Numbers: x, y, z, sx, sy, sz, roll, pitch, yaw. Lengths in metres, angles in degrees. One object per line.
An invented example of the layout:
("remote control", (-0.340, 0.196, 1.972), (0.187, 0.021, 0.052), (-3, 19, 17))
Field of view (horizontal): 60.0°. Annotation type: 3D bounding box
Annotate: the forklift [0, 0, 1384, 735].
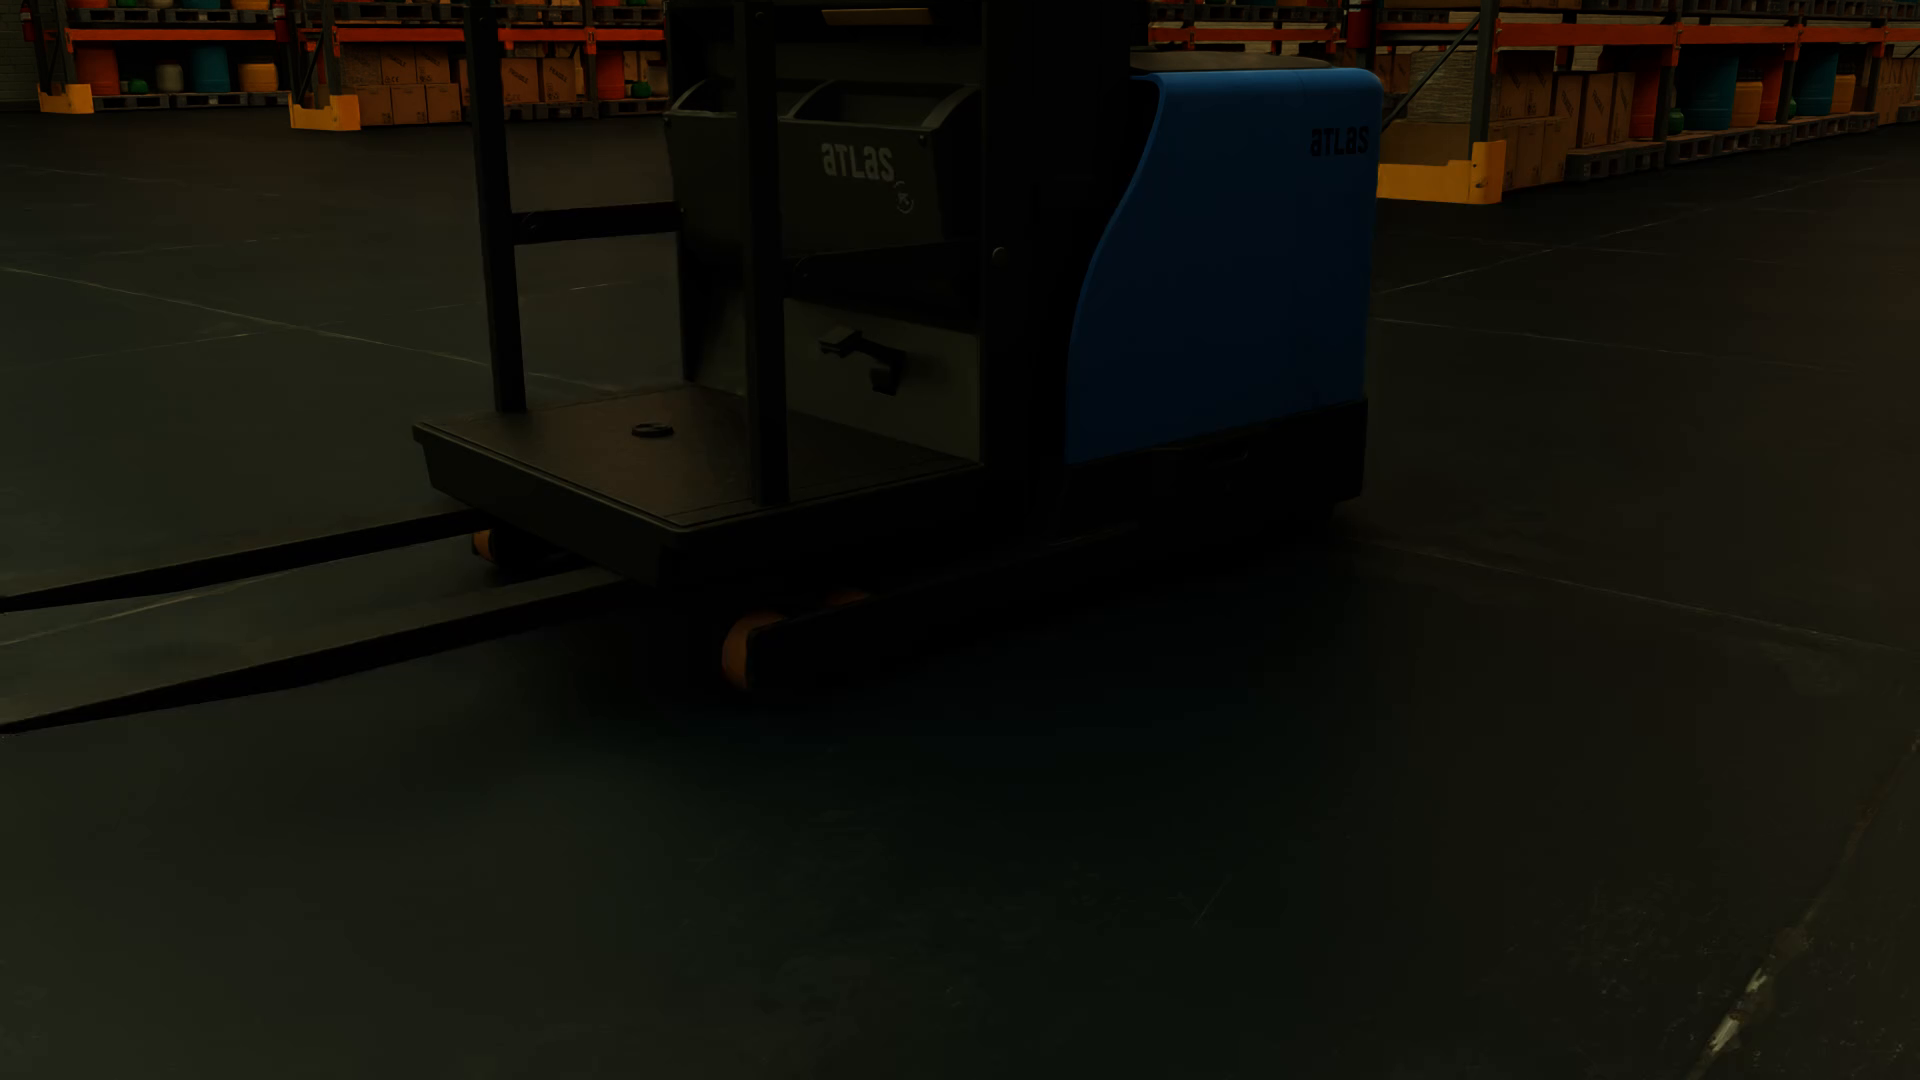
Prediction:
("forklift", (-0.457, -1.281, 3.117), (3.031, 2.935, 1.130), (-14, 22, -39))
